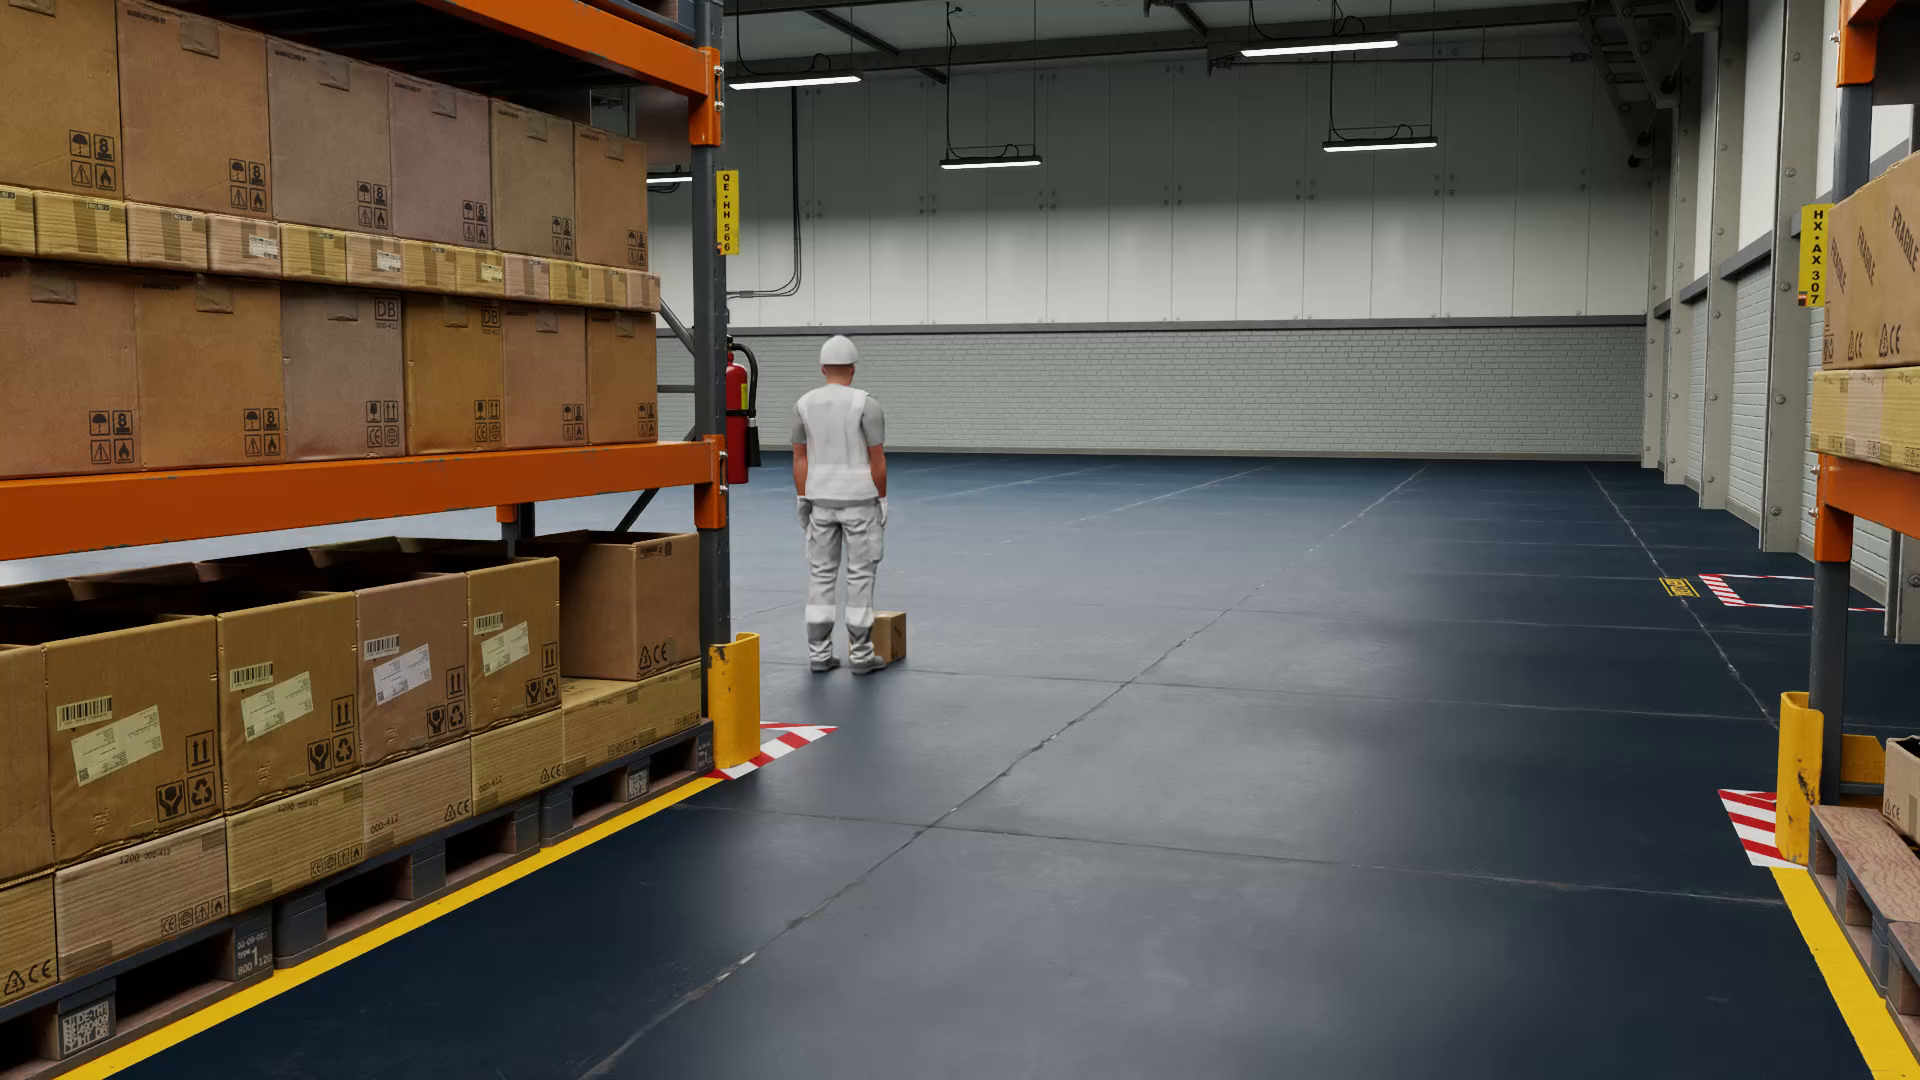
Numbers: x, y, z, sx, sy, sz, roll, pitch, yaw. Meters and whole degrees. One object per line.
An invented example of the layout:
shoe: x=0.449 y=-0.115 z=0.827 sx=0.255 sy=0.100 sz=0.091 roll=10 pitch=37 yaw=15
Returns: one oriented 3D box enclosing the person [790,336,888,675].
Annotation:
person: x=-0.625 y=-0.188 z=8.872 sx=0.526 sy=1.793 sz=0.374 roll=2 pitch=5 yaw=20
